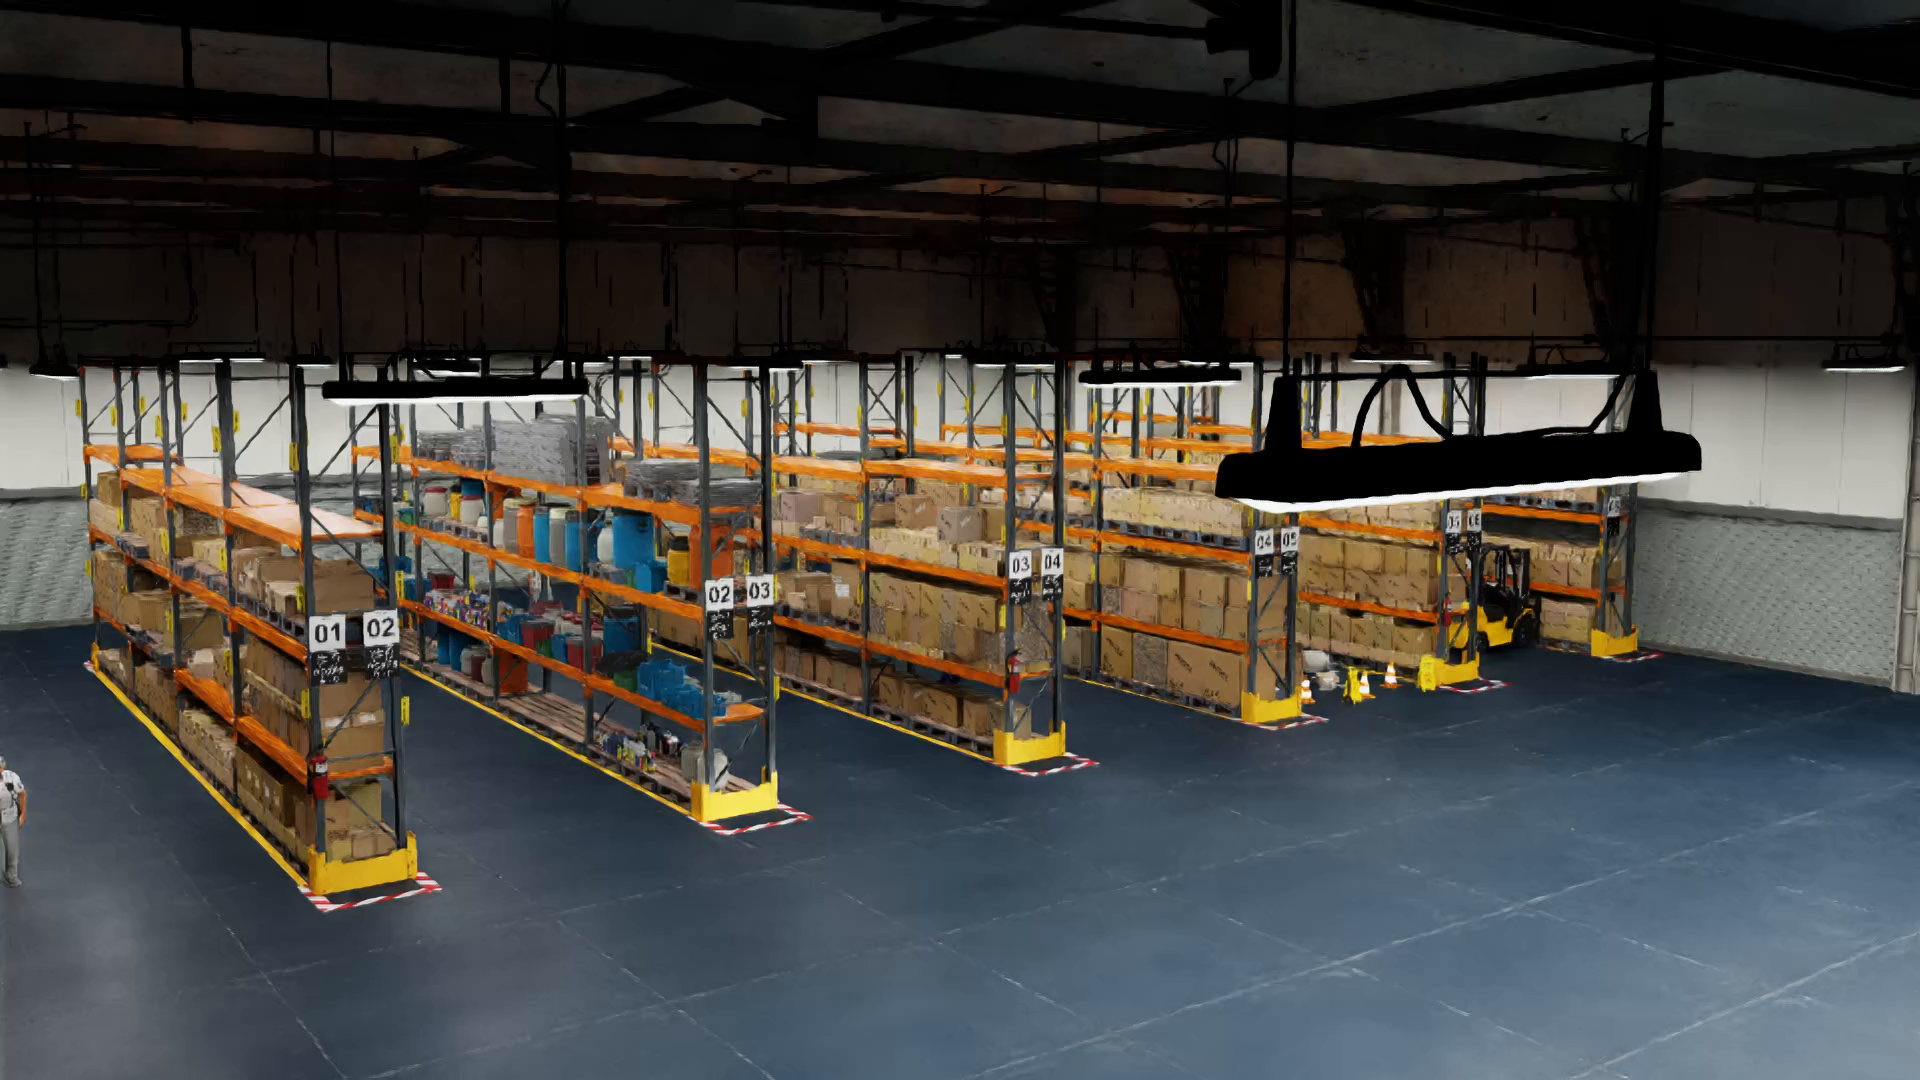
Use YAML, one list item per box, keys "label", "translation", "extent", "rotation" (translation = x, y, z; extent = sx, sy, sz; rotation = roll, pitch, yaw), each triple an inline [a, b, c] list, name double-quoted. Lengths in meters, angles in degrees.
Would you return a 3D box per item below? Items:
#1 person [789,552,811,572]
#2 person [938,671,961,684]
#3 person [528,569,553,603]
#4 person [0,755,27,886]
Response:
- label: "person"
  translation: [-3.441, 1.107, 36.010]
  extent: [0.598, 1.698, 1.193]
  rotation: [-4, 8, -32]
- label: "person"
  translation: [-0.148, 1.988, 29.415]
  extent: [0.625, 1.596, 0.517]
  rotation: [-5, 9, -38]
- label: "person"
  translation: [-9.327, 1.004, 36.975]
  extent: [0.544, 1.660, 1.111]
  rotation: [-4, 8, -32]
- label: "person"
  translation: [-11.056, 3.232, 19.101]
  extent: [0.625, 1.611, 0.582]
  rotation: [-5, 9, -38]
